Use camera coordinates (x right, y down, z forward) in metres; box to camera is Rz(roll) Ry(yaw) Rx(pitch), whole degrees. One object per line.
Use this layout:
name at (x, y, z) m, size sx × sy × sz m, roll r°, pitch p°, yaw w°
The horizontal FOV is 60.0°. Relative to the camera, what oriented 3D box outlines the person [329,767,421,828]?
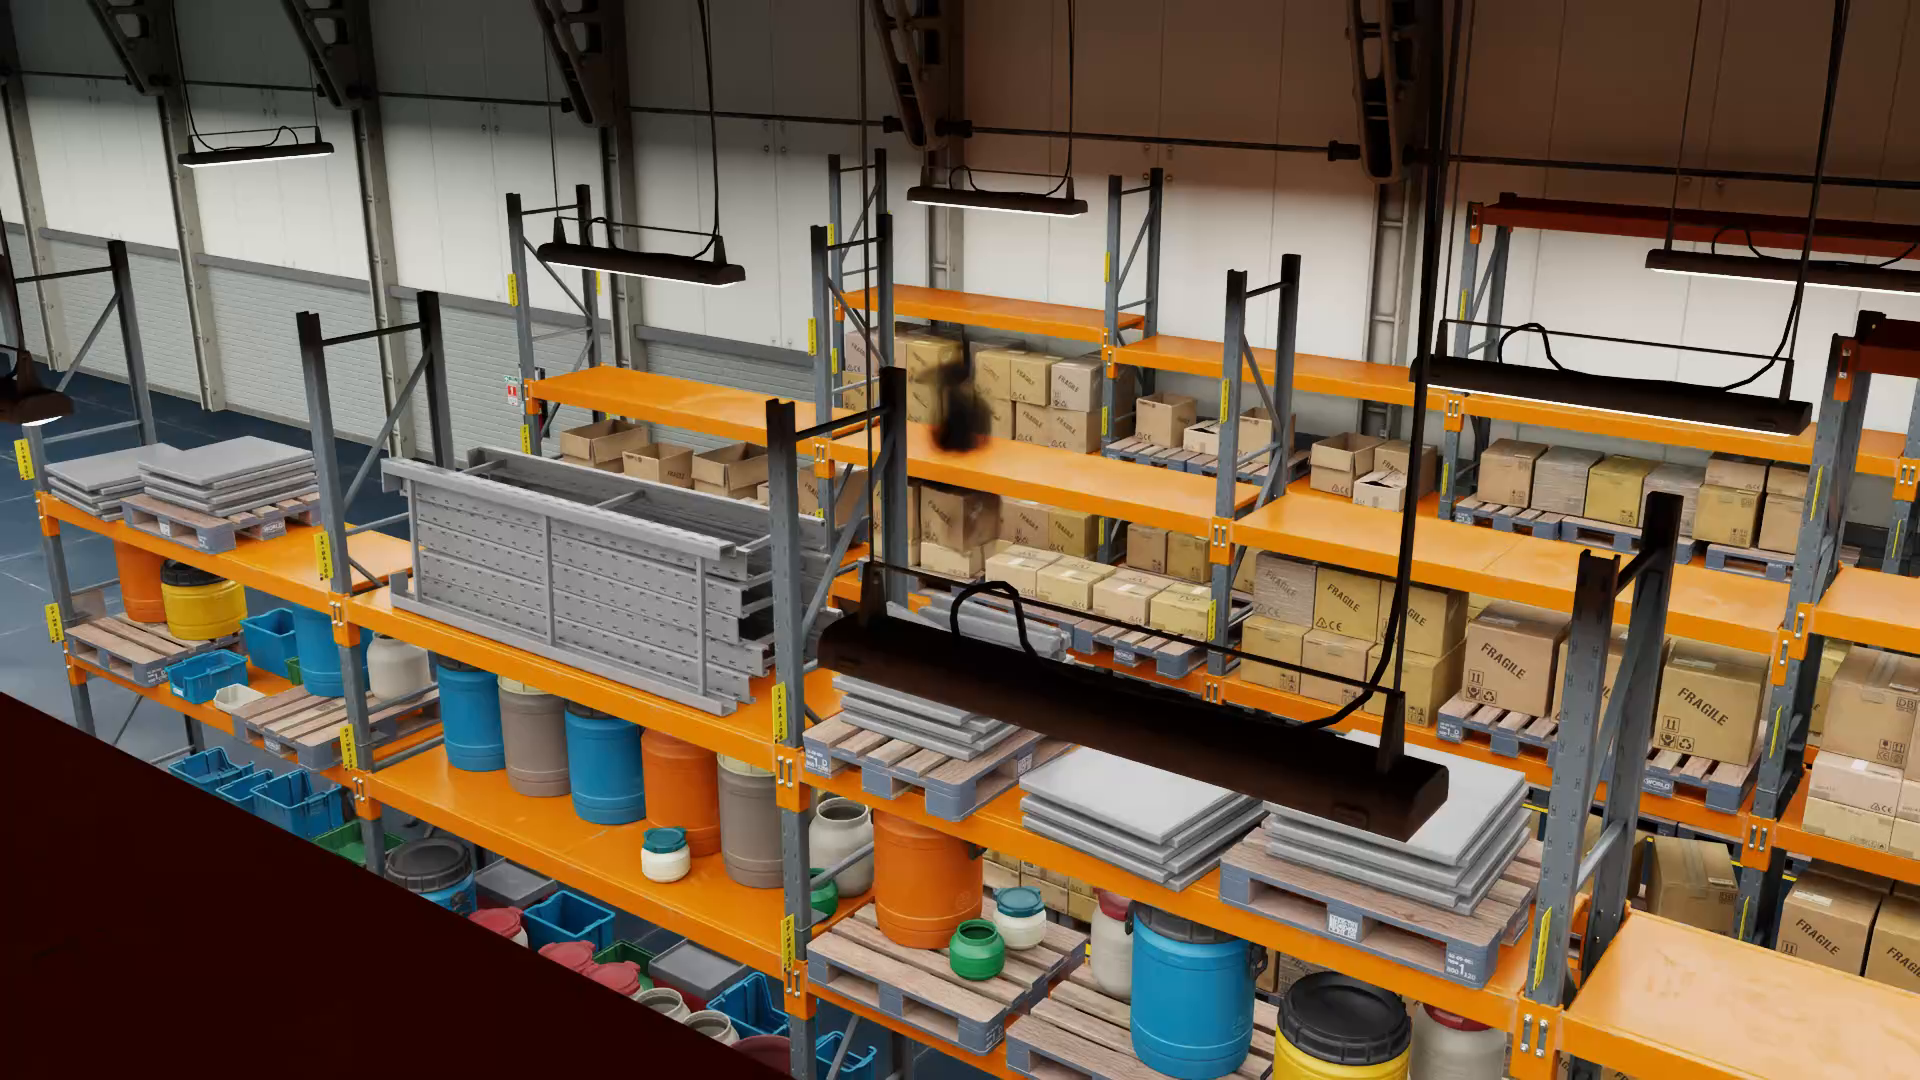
person at (-5.824, 2.149, 16.241) m, size 1.135 × 1.513 × 0.635 m, roll -7°, pitch 20°, yaw -21°
